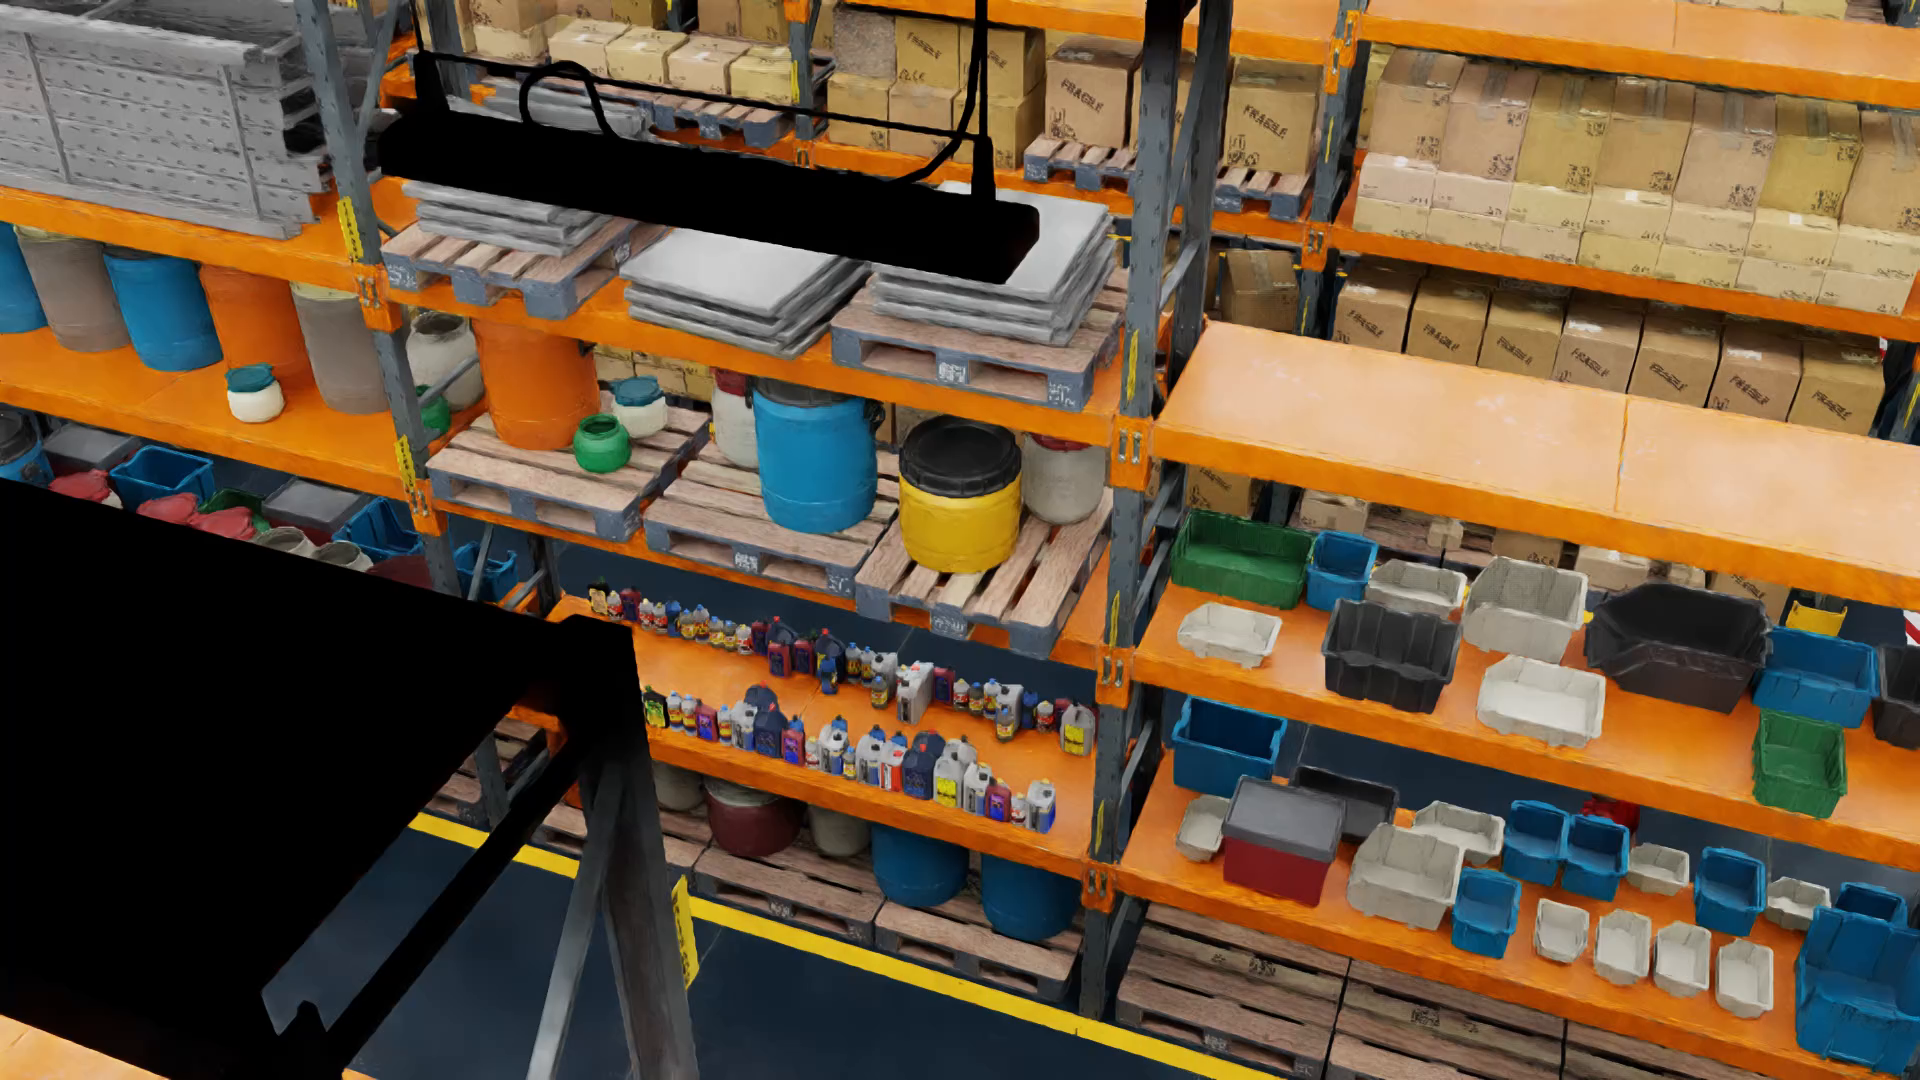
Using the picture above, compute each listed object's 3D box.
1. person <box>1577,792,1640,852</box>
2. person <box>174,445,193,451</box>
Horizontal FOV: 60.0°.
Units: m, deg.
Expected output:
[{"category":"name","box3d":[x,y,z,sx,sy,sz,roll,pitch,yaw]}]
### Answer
[{"category":"person","box3d":[3.580,1.921,9.378,0.954,1.675,0.568,24,43,29]},{"category":"person","box3d":[-6.404,-1.571,14.149,0.821,1.607,0.612,2,37,3]}]
